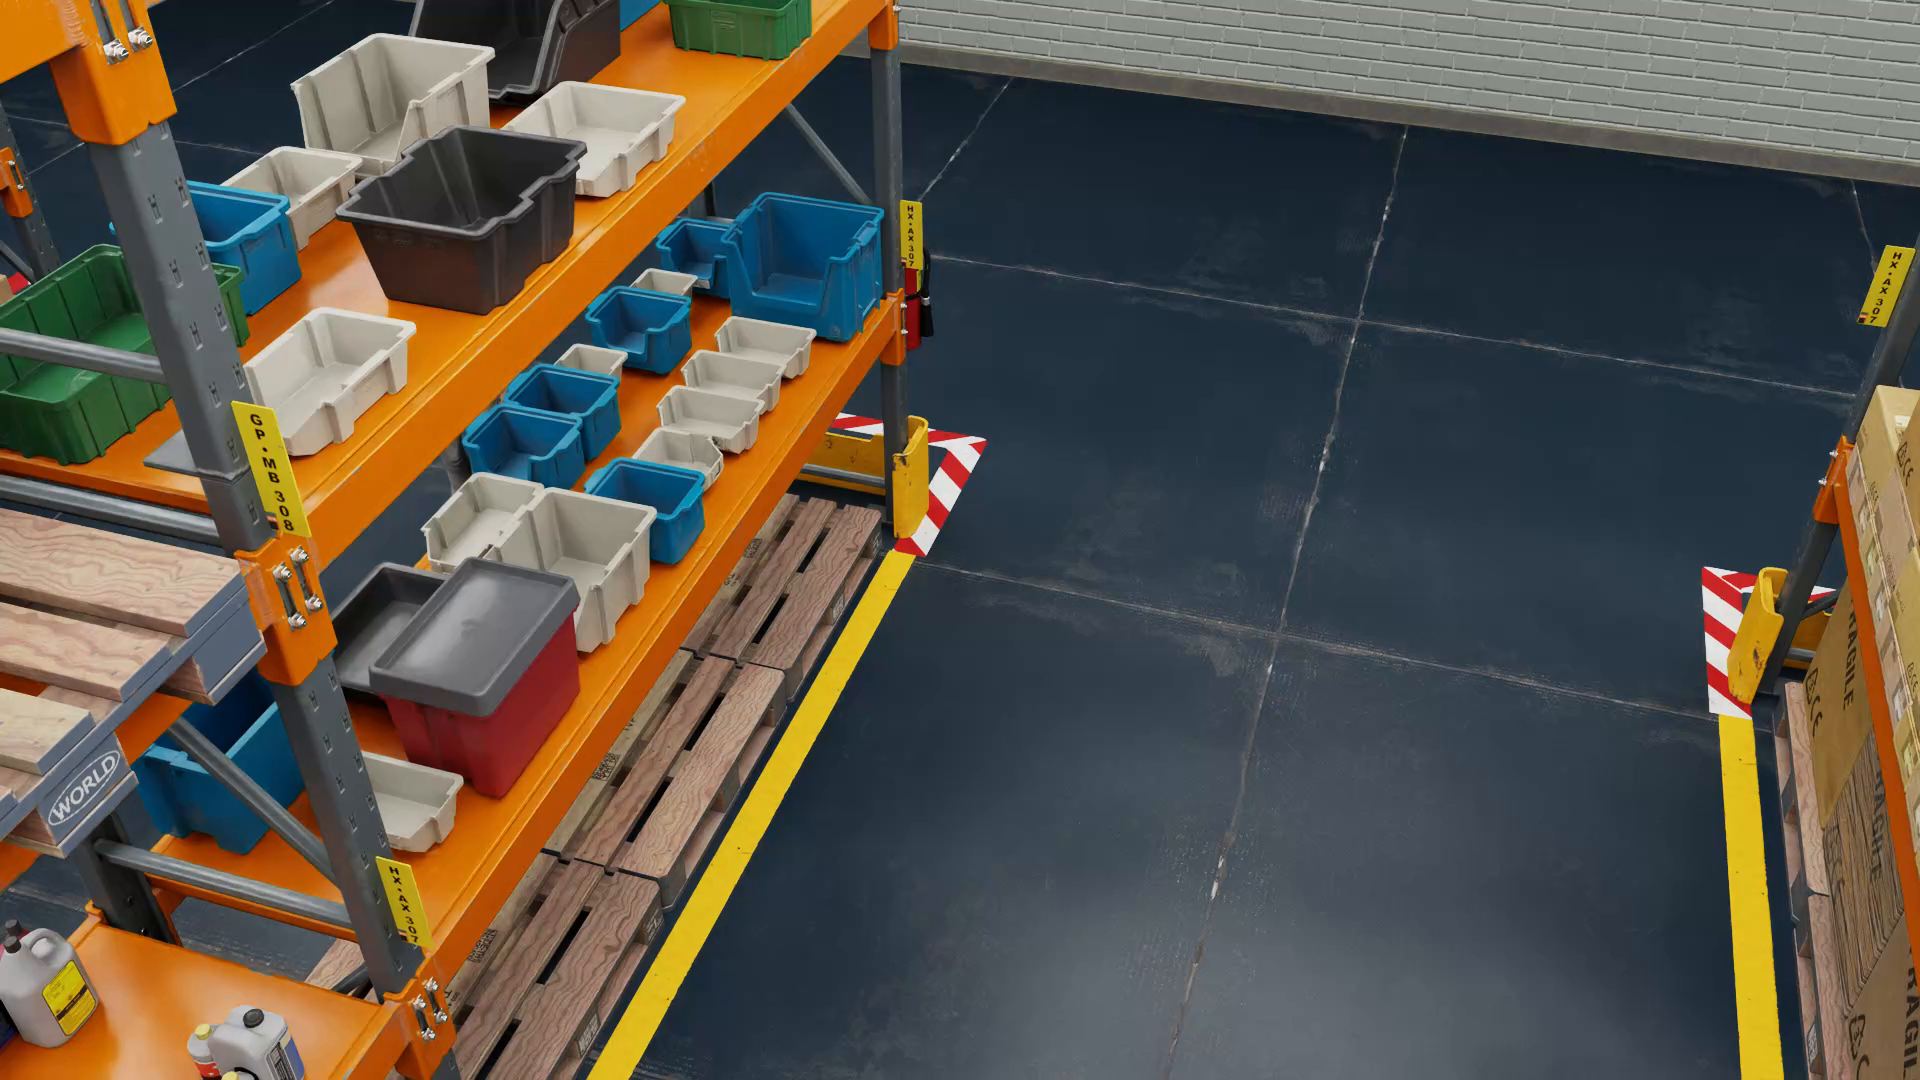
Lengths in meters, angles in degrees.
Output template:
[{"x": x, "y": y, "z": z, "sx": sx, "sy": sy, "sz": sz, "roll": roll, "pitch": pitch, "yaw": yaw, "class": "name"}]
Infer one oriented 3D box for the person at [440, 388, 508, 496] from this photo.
[{"x": -2.326, "y": -0.674, "z": 7.750, "sx": 0.483, "sy": 1.569, "sz": 0.426, "roll": -2, "pitch": 38, "yaw": -2, "class": "person"}]
